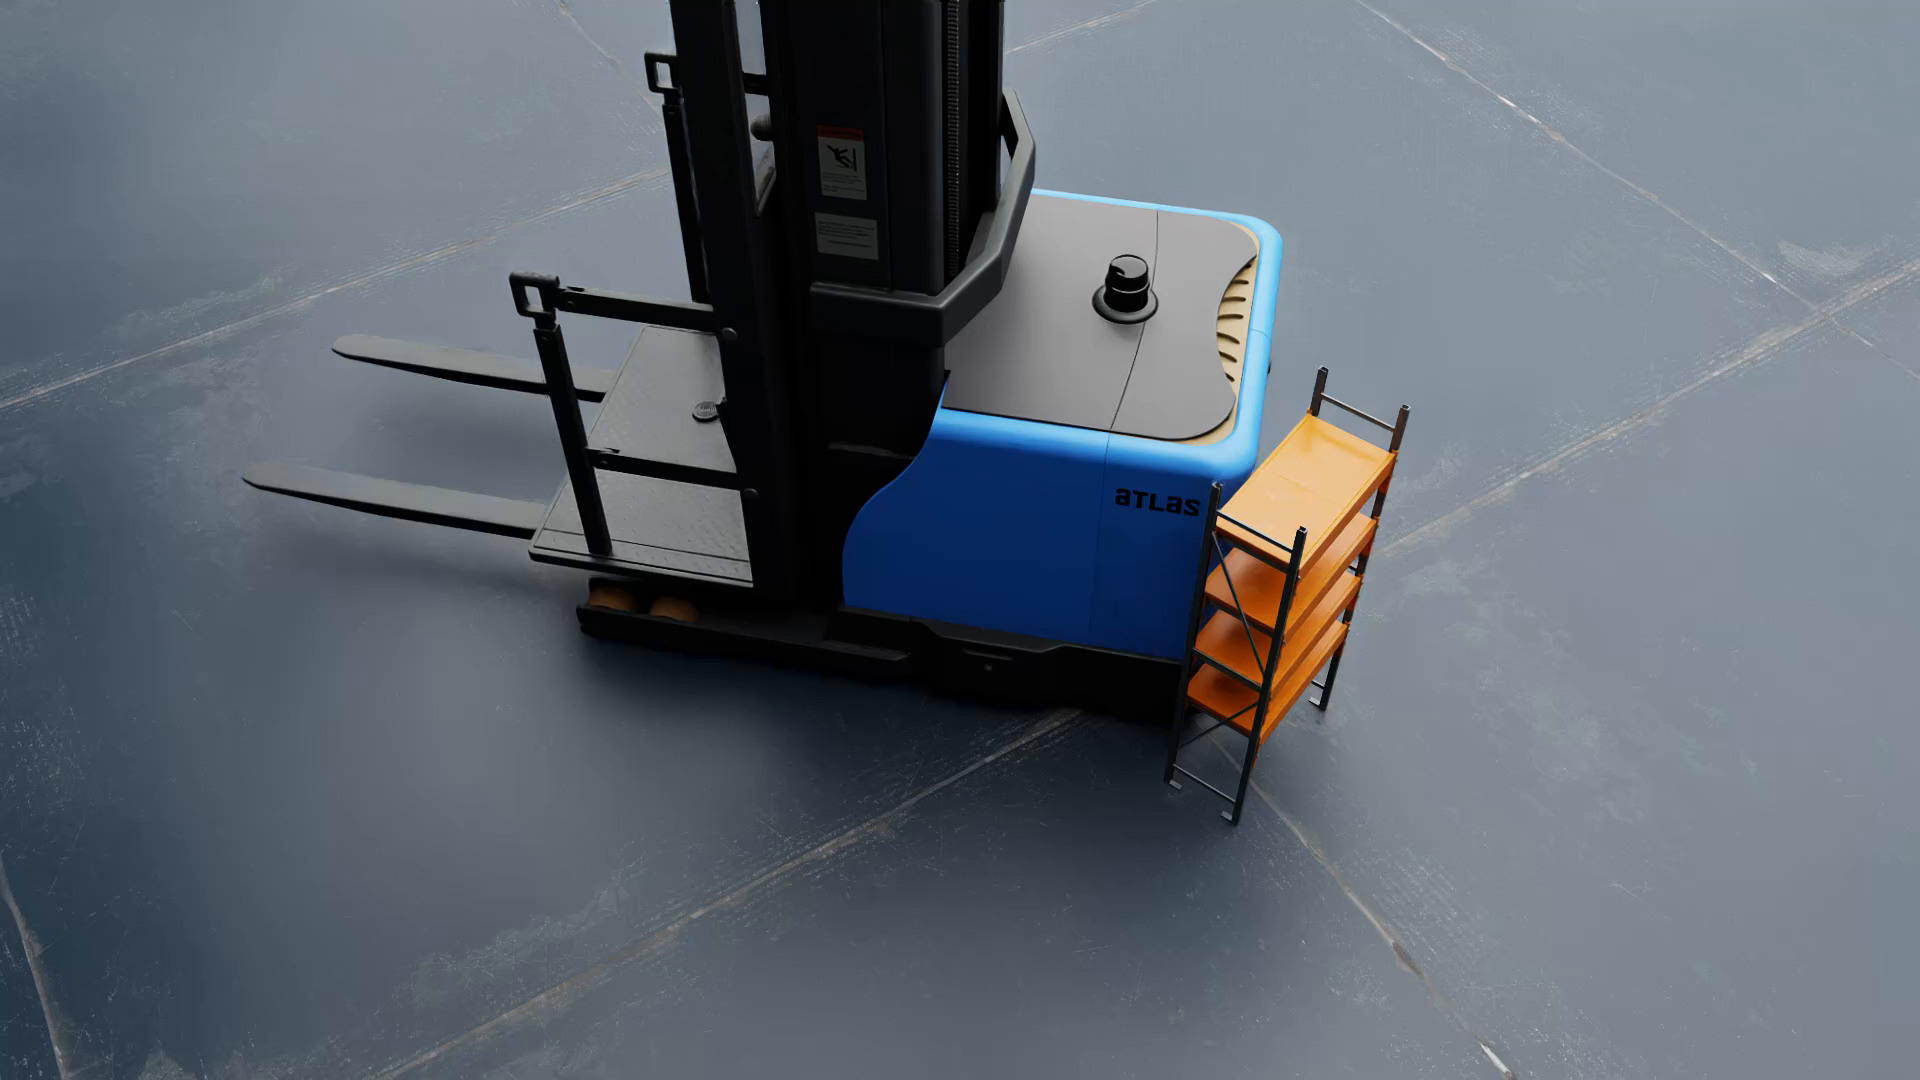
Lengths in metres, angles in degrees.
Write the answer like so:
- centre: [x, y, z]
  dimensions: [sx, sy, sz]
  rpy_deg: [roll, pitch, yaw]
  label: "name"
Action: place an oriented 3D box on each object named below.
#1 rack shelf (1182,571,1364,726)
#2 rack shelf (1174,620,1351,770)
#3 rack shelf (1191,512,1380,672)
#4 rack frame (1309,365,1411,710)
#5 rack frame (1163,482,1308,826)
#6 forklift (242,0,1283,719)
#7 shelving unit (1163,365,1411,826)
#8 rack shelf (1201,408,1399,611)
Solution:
- centre: [0.816, 0.225, 4.336]
  dimensions: [0.258, 0.148, 0.480]
  rpy_deg: [30, 55, 24]
  label: "rack shelf"
- centre: [0.816, 0.357, 4.485]
  dimensions: [0.258, 0.148, 0.480]
  rpy_deg: [30, 55, 24]
  label: "rack shelf"
- centre: [0.816, 0.076, 4.169]
  dimensions: [0.258, 0.148, 0.480]
  rpy_deg: [30, 55, 24]
  label: "rack shelf"
- centre: [0.965, 0.035, 4.415]
  dimensions: [0.240, 1.200, 0.015]
  rpy_deg: [30, 55, 24]
  label: "rack frame"
- centre: [0.668, 0.325, 4.157]
  dimensions: [0.240, 1.200, 0.015]
  rpy_deg: [30, 55, 24]
  label: "rack frame"
- centre: [-0.663, -1.027, 4.202]
  dimensions: [3.031, 2.935, 1.130]
  rpy_deg: [9, 49, 8]
  label: "forklift"
- centre: [0.816, 0.180, 4.286]
  dimensions: [0.258, 1.200, 0.503]
  rpy_deg: [30, 55, 24]
  label: "shelving unit"
- centre: [0.816, -0.081, 3.993]
  dimensions: [0.258, 0.148, 0.480]
  rpy_deg: [30, 55, 24]
  label: "rack shelf"
